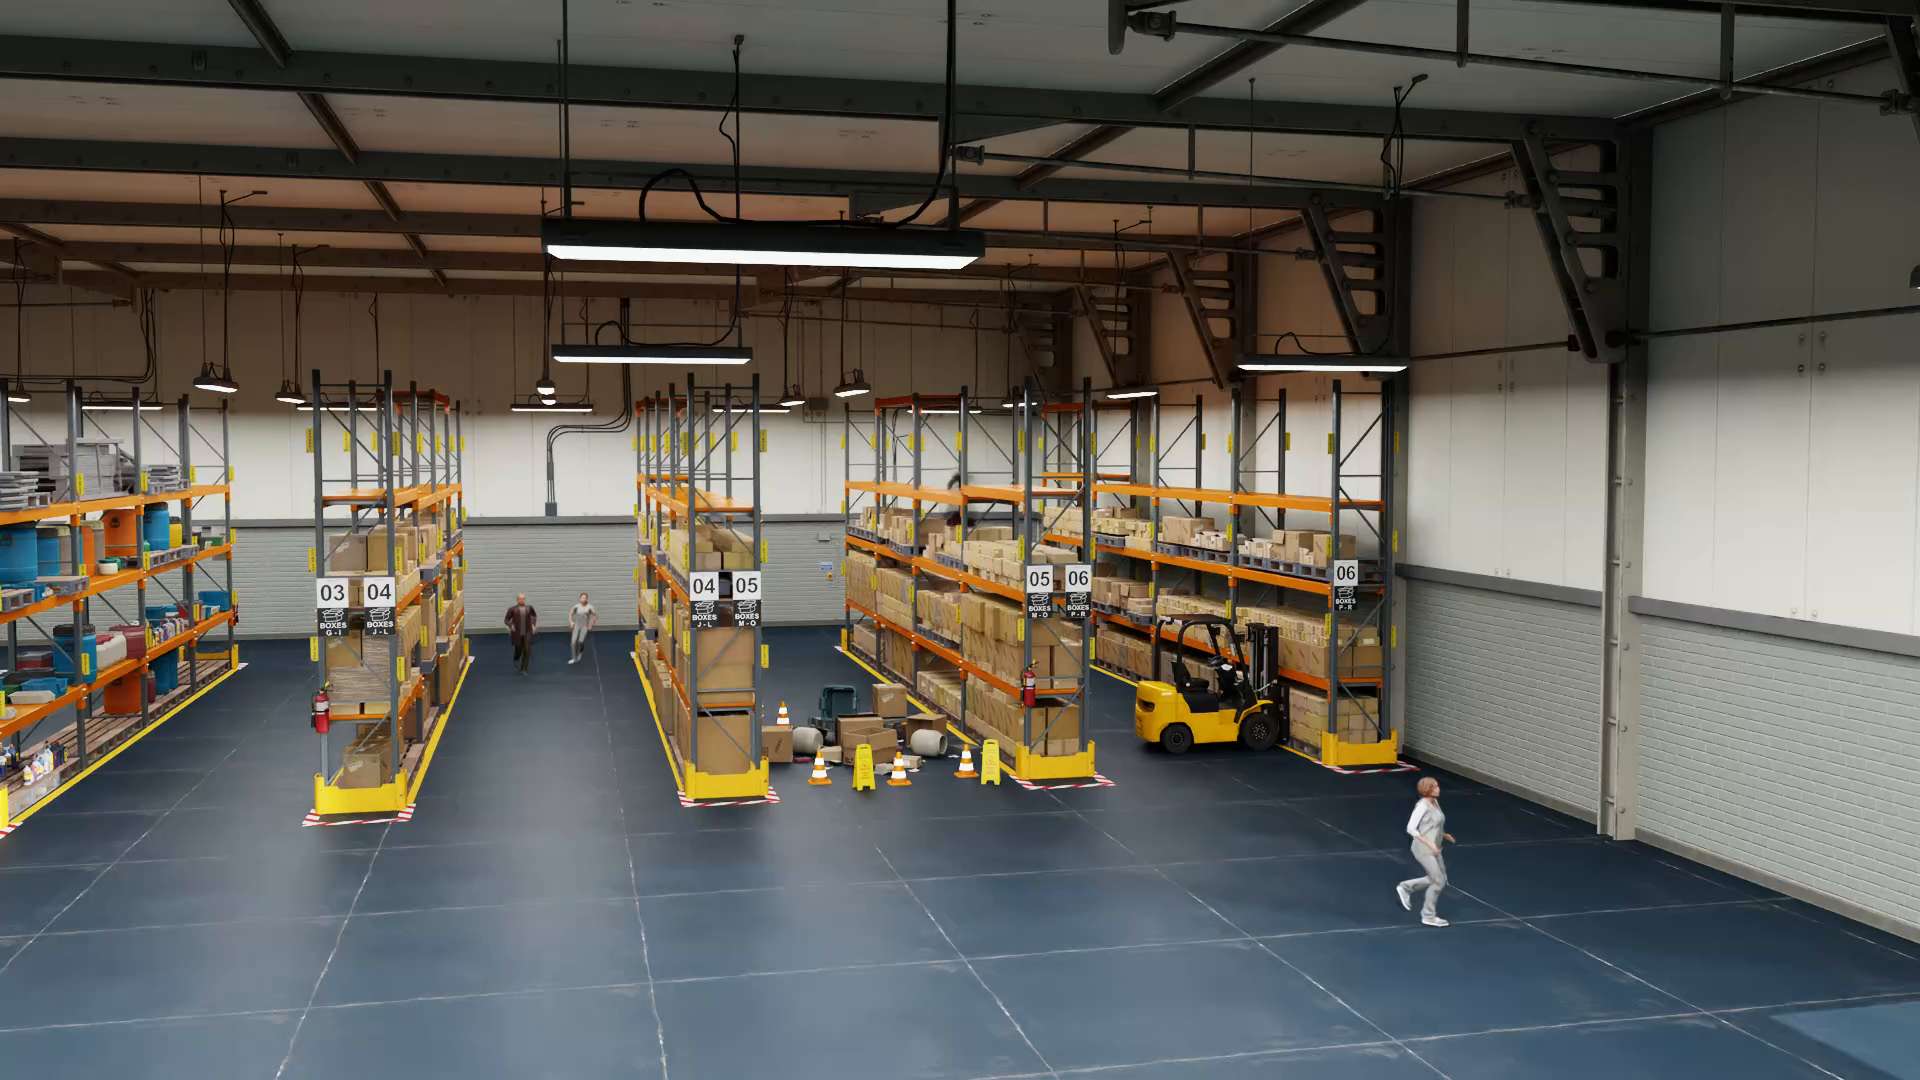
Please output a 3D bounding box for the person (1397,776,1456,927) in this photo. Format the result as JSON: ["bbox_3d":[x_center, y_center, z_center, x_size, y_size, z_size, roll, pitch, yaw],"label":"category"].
[{"bbox_3d":[4.816,3.228,17.280,0.602,1.549,0.529,2,4,35],"label":"person"}]

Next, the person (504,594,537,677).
[{"bbox_3d":[-9.512,2.048,36.091,0.716,1.766,0.929,-1,4,-23],"label":"person"}]

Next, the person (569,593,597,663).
[{"bbox_3d":[-8.622,2.010,37.925,0.621,1.615,0.526,0,3,-1],"label":"person"}]
